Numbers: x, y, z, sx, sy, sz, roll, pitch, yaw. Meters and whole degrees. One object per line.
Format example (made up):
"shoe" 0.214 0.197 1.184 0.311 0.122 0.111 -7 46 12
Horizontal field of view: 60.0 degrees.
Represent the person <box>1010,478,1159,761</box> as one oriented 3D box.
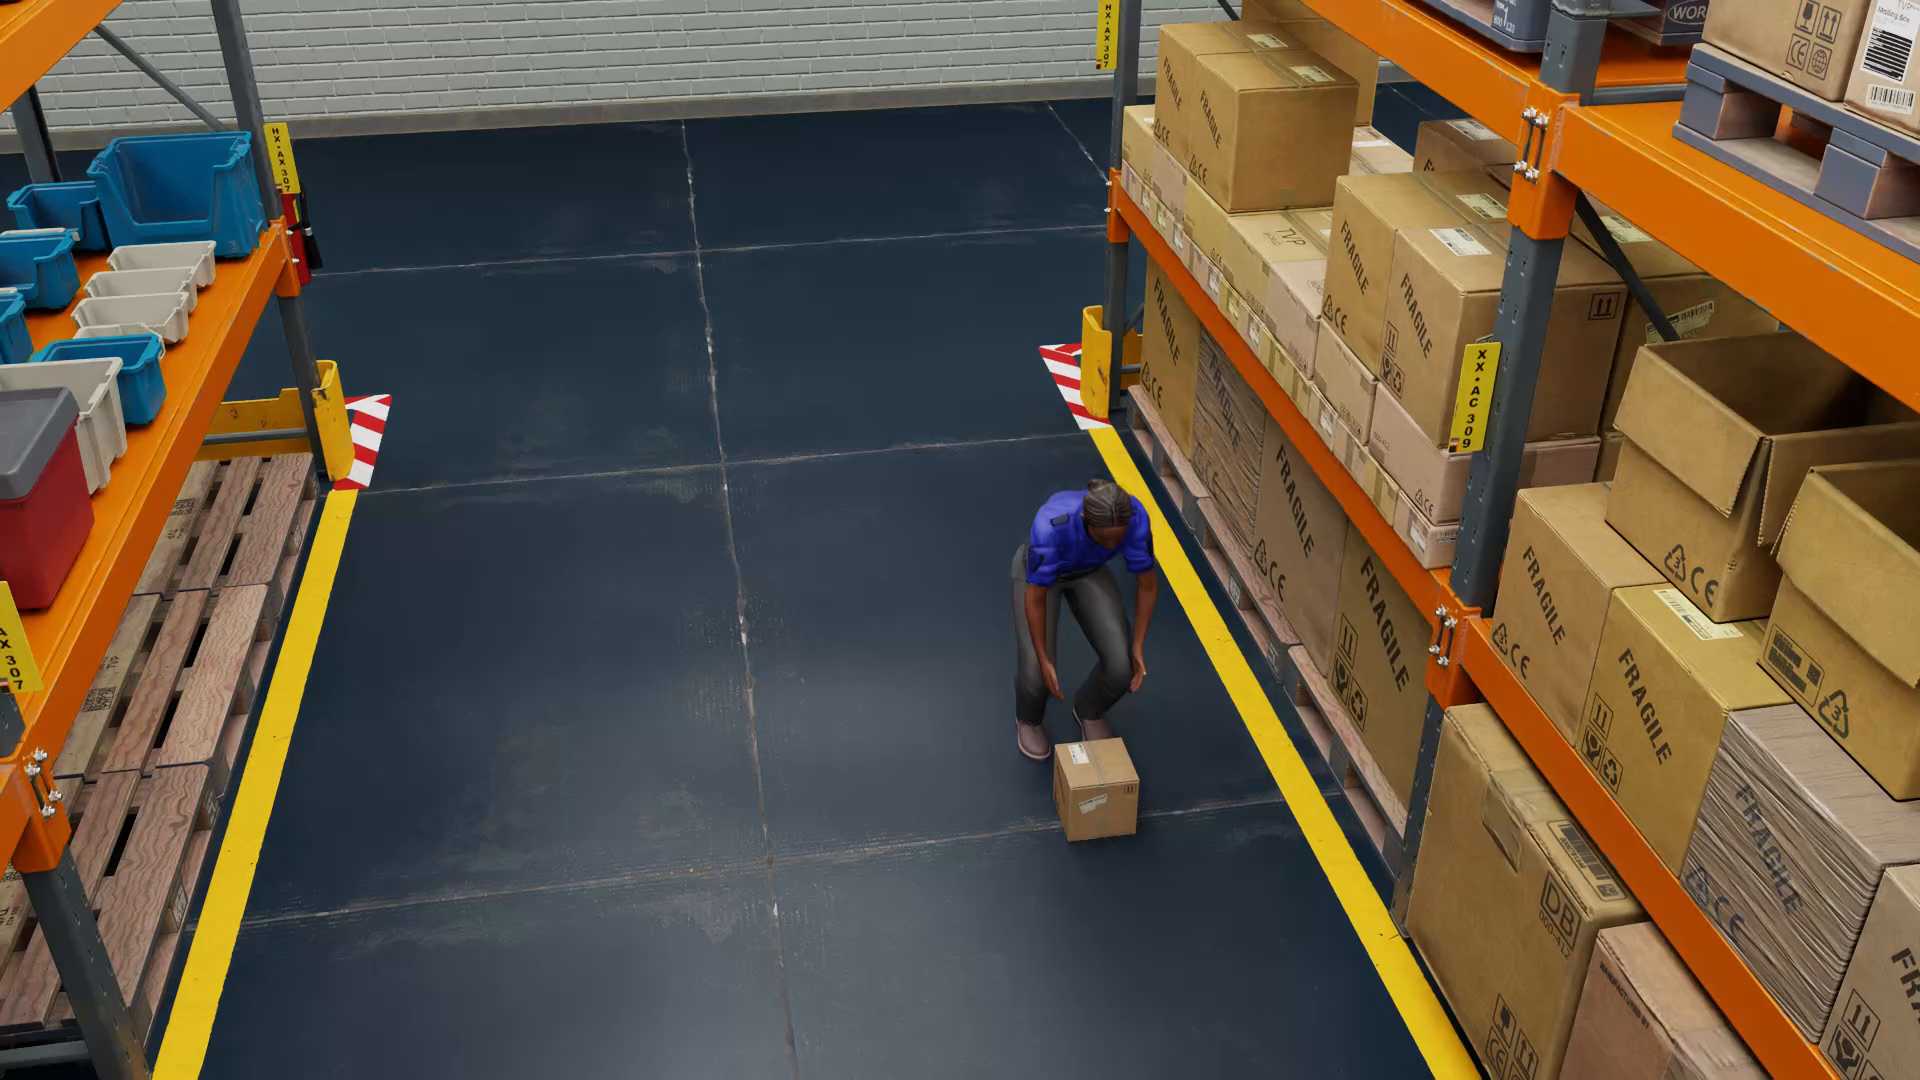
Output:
"person" 0.449 0.244 6.108 0.497 1.277 0.684 -5 31 -9
